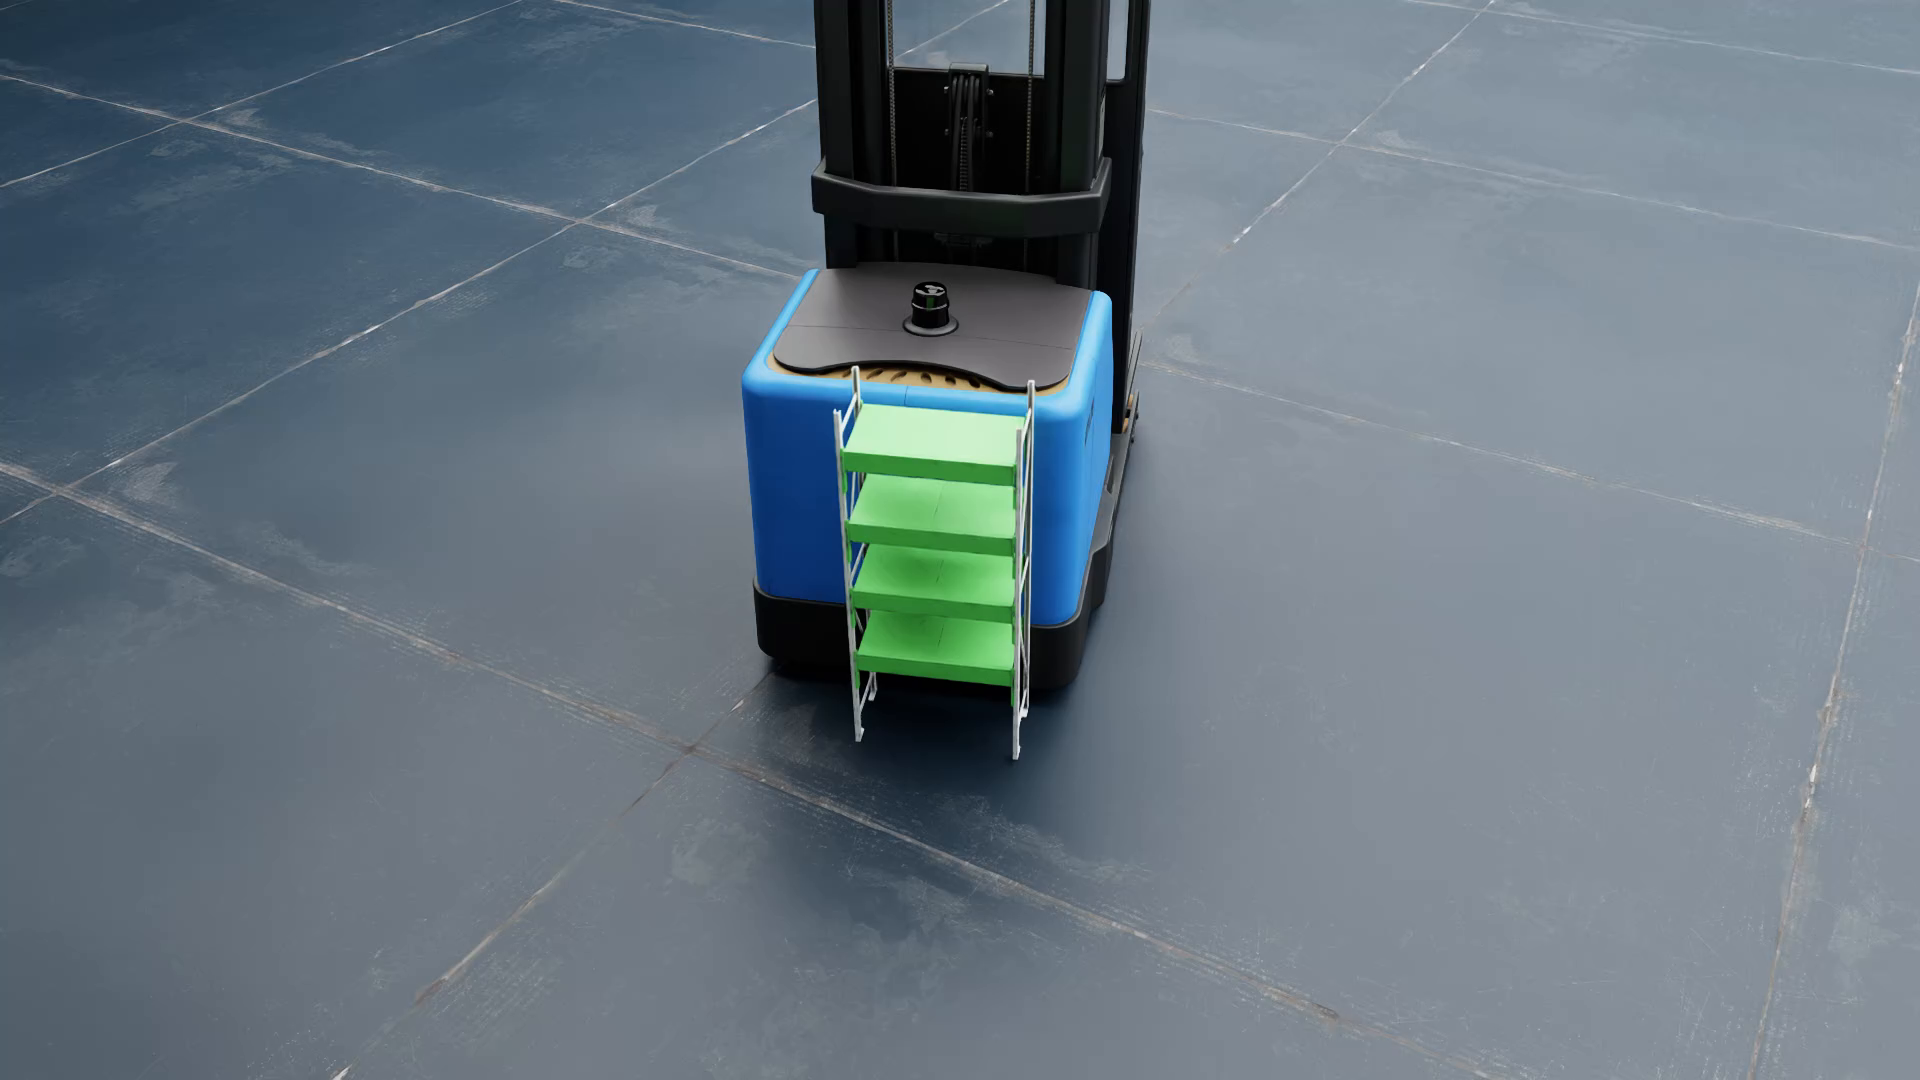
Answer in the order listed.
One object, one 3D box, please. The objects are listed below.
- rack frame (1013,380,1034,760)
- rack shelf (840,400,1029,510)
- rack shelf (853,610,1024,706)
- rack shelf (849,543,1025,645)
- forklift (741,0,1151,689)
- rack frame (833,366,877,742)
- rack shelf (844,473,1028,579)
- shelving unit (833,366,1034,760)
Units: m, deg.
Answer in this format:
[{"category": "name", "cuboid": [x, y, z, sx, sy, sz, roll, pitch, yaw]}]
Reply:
[{"category": "rack frame", "cuboid": [0.181, 0.117, 4.778, 0.015, 1.200, 0.240, 5, 38, 8]}, {"category": "rack shelf", "cuboid": [-0.064, -0.237, 4.561, 0.480, 0.148, 0.258, 5, 38, 8]}, {"category": "rack shelf", "cuboid": [-0.056, 0.336, 4.996, 0.480, 0.148, 0.258, 5, 38, 8]}, {"category": "rack shelf", "cuboid": [-0.059, 0.145, 4.851, 0.480, 0.148, 0.258, 5, 38, 8]}, {"category": "forklift", "cuboid": [0.112, -1.559, 5.748, 1.130, 2.935, 3.031, 6, 34, 9]}, {"category": "rack frame", "cuboid": [-0.300, 0.071, 4.847, 0.015, 1.200, 0.240, 5, 38, 8]}, {"category": "rack shelf", "cuboid": [-0.062, -0.046, 4.706, 0.480, 0.148, 0.258, 5, 38, 8]}, {"category": "shelving unit", "cuboid": [-0.060, 0.094, 4.812, 0.503, 1.200, 0.258, 5, 38, 8]}]
